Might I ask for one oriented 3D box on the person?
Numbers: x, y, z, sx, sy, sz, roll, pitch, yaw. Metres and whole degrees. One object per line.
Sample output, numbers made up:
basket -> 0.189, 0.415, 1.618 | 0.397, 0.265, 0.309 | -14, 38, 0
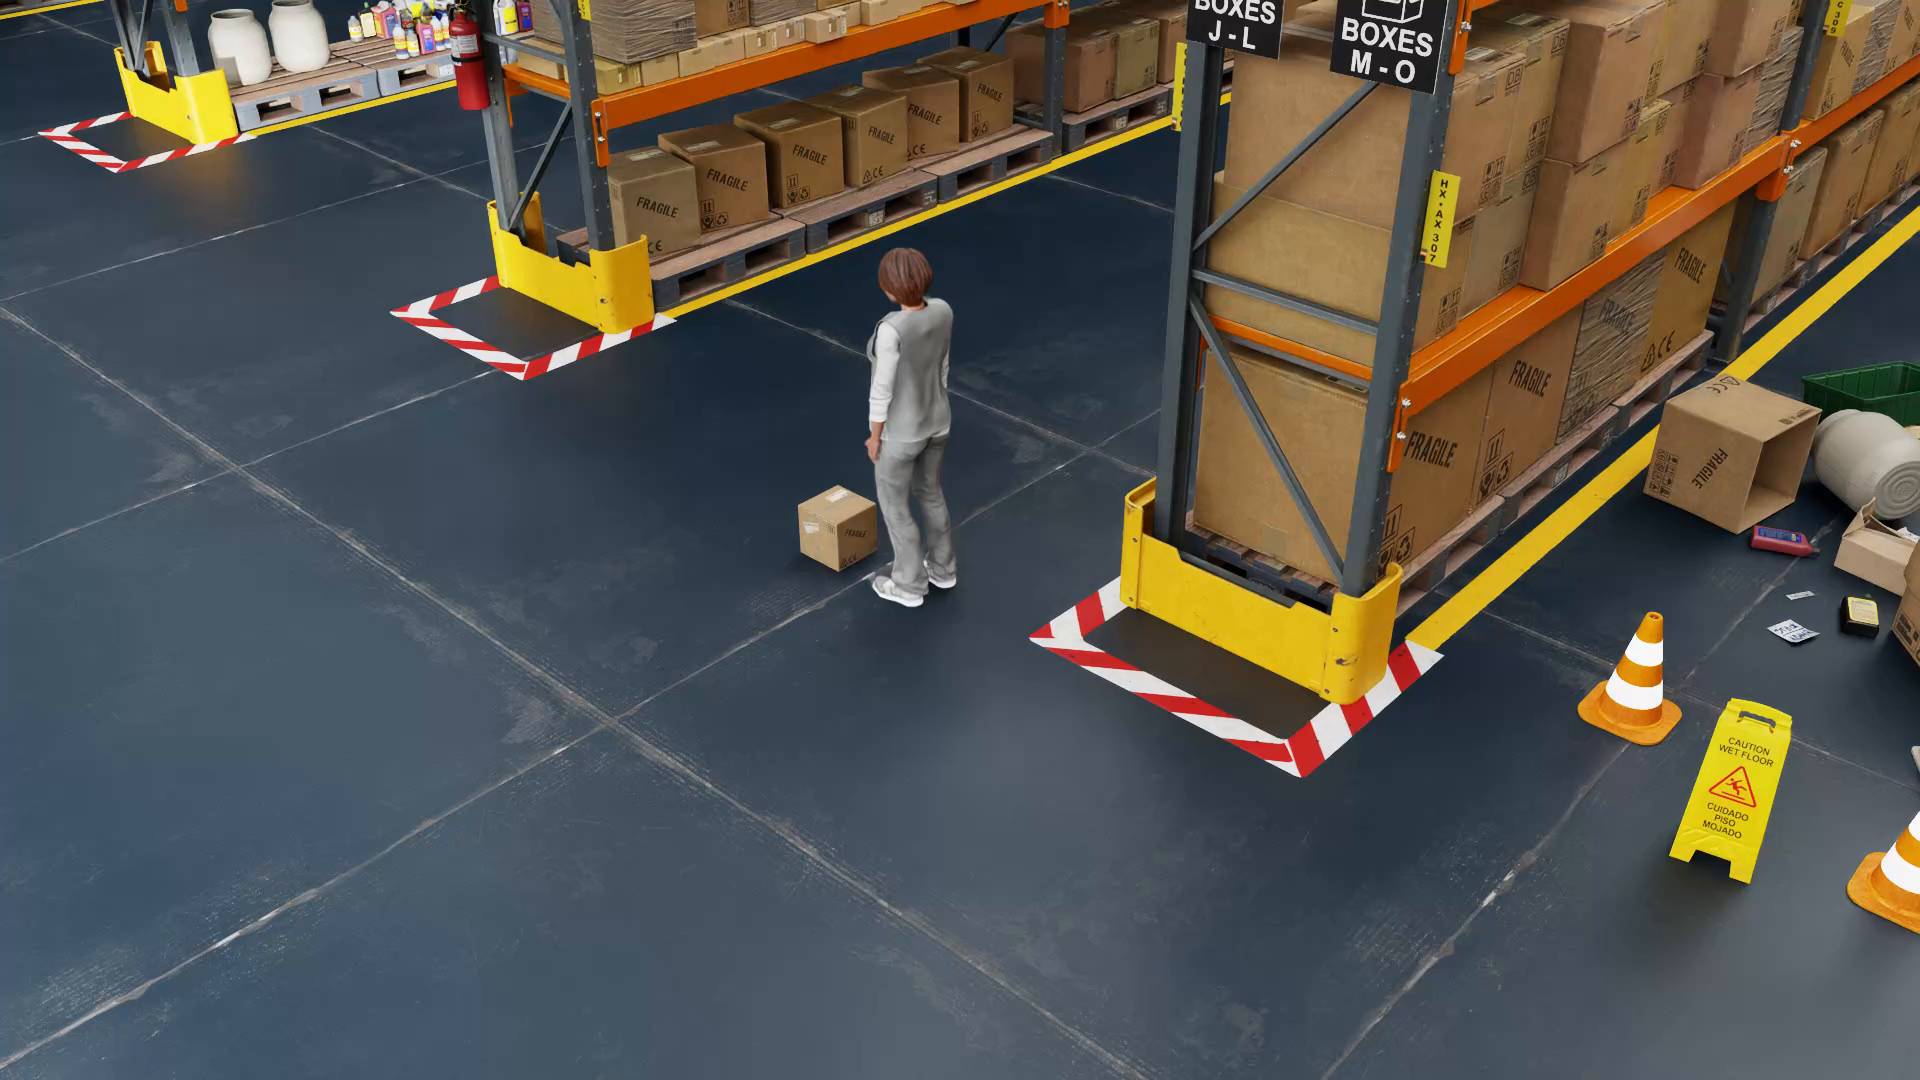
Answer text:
person -> -0.213, -0.450, 6.880 | 0.301, 1.595, 0.407 | 26, 40, 36
